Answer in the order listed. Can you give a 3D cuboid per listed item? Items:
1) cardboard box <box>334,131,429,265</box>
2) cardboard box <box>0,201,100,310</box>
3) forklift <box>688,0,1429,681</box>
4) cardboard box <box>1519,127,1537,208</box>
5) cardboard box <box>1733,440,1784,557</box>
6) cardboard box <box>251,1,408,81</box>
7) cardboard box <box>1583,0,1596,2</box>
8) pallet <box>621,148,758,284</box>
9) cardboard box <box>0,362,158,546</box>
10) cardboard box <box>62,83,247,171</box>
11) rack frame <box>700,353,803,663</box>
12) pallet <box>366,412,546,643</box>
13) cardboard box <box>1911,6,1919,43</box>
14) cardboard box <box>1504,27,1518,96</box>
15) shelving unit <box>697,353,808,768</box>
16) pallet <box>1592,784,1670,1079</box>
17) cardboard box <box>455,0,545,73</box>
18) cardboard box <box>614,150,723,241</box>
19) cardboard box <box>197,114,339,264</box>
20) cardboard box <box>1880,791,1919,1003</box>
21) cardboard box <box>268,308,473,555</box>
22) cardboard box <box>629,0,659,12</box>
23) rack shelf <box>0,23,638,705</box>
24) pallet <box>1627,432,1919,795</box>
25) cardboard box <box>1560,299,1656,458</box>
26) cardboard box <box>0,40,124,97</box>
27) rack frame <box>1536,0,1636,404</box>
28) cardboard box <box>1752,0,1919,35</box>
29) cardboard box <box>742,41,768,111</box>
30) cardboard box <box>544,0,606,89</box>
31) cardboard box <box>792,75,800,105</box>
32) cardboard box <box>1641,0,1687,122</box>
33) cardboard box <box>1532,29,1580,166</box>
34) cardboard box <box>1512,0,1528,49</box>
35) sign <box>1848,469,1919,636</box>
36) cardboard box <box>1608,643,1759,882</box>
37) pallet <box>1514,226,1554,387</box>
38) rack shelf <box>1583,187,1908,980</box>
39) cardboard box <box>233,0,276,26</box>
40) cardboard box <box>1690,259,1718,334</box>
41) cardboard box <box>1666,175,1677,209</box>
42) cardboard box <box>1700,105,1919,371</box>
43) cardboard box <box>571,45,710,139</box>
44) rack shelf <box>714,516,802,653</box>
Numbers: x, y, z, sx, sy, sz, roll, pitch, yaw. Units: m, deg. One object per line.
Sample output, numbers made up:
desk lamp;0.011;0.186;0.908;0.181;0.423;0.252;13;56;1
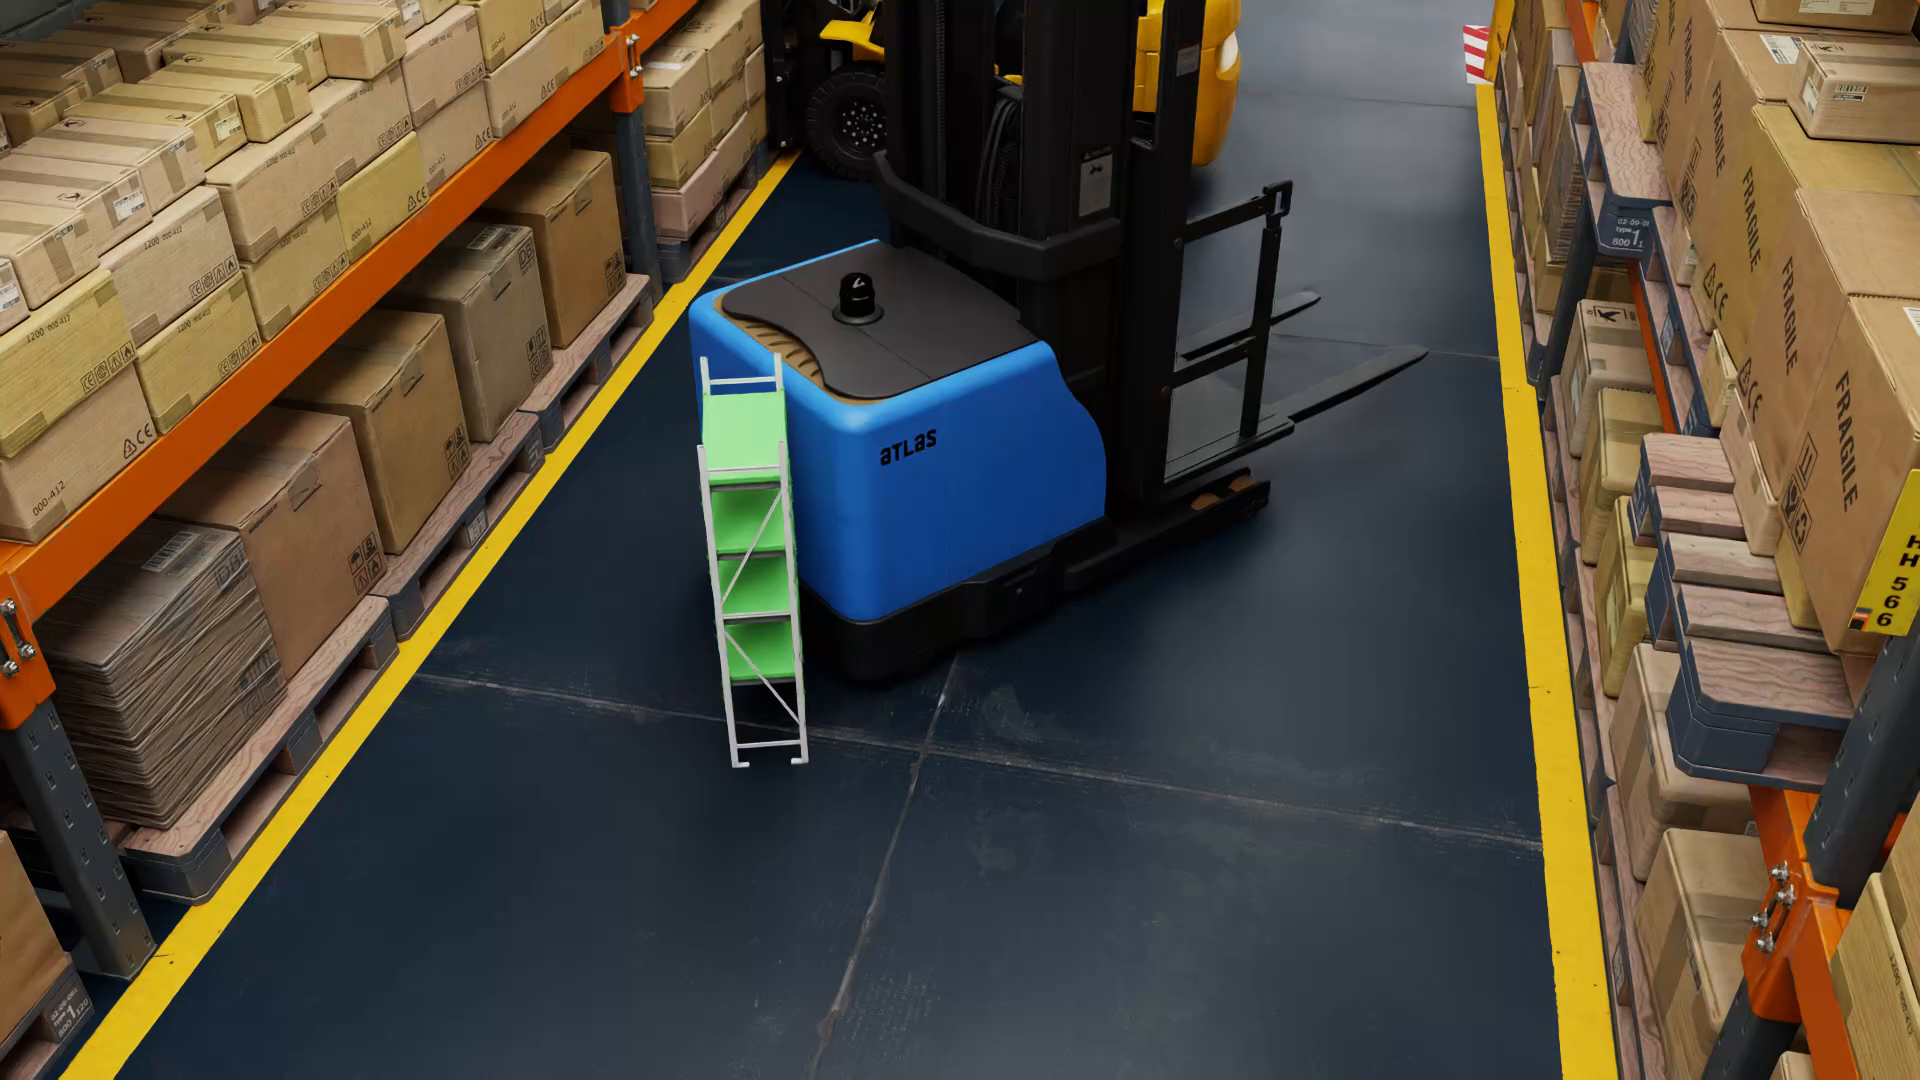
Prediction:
cardboard box;-2.090;-1.139;5.393;0.500;0.250;0.500;8;37;11
cardboard box;-2.339;-0.697;4.018;0.380;0.149;0.250;8;37;11
forklift;0.560;-1.420;5.712;3.031;2.935;1.130;-24;42;-29
cardboard box;3.034;-1.795;8.156;0.500;0.250;0.500;8;37;11
cardboard box;1.936;-0.074;3.652;0.380;0.149;0.250;7;37;10
cardboard box;-1.978;-1.570;5.222;0.380;0.149;0.250;6;36;9
cardboard box;2.938;-2.472;7.319;0.380;0.149;0.250;7;36;9
pallet;-1.686;-1.710;8.429;1.003;0.211;1.213;7;37;10
cardboard box;-2.417;-0.258;4.178;0.500;0.250;0.500;7;37;10
cardboard box;-2.242;-1.147;4.638;0.380;0.149;0.250;8;37;10
rack frame;-0.655;-0.062;5.313;0.240;1.200;0.015;-4;36;-5
pallet;-2.274;-0.130;6.250;1.003;0.211;1.213;7;37;10
cardboard box;2.858;-1.226;4.689;0.500;0.500;0.500;9;37;12
cardboard box;3.365;-2.690;9.391;0.500;0.250;0.500;7;37;10
shelving unit;-0.628;0.080;5.117;0.258;1.200;0.503;-4;36;-5
pallet;2.267;1.206;4.406;1.003;0.211;1.213;7;37;10
cardboard box;-1.855;-1.921;6.046;0.500;0.250;0.500;6;36;9
cardboard box;-1.470;-1.681;7.998;0.500;0.250;0.500;8;37;10
cardboard box;-2.180;-1.045;4.838;0.500;0.250;0.500;6;36;9
cardboard box;1.749;0.643;2.509;0.500;0.250;0.500;7;37;10
cardboard box;-2.329;-0.421;5.941;0.875;0.625;0.625;6;36;8
cardboard box;-1.547;-2.650;7.266;0.500;0.500;0.500;6;36;9
rack shelf;-2.324;-0.950;5.618;1.077;0.370;4.000;7;37;10
pallet;2.147;0.181;3.608;1.213;0.211;1.003;7;37;10
cardboard box;2.844;-0.573;6.366;0.950;0.372;0.625;8;37;11
cardboard box;-2.730;-1.358;4.930;0.380;0.149;0.250;7;36;9
rack frame;2.953;-1.768;6.134;1.000;3.000;0.127;7;37;10
cardboard box;2.376;-1.501;4.515;0.380;0.149;0.250;9;37;13
cardboard box;-1.267;-2.462;8.650;0.500;0.250;0.500;7;37;10
cardboard box;-1.749;-2.006;6.589;0.500;0.250;0.500;8;37;11
cardboard box;-1.154;-2.559;9.210;0.500;0.250;0.500;8;37;11
cardboard box;2.467;-1.579;5.176;0.500;0.500;0.500;7;37;10
cardboard box;3.032;-2.086;7.918;0.500;0.500;0.500;9;37;12
cardboard box;3.361;-2.980;9.152;0.500;0.500;0.500;6;36;8
sign;1.567;0.026;2.739;0.100;0.325;0.005;7;37;10
cardboard box;2.379;0.672;4.648;0.950;0.372;0.625;7;36;9
pallet;3.062;-1.029;7.489;1.003;0.211;1.213;7;37;10
rack shelf;2.526;-0.330;4.763;1.077;0.370;4.000;7;37;10
cardboard box;-2.505;-1.792;5.529;0.380;0.149;0.250;7;37;10
cardboard box;2.193;-0.659;4.459;0.380;0.149;0.250;6;36;8
cardboard box;2.383;-1.103;5.072;0.380;0.149;0.250;8;37;11
cardboard box;2.131;-0.689;3.948;0.500;0.500;0.500;5;36;7
cardboard box;-1.487;-2.088;7.708;0.500;0.250;0.500;7;36;9
rack shelf;-0.628;0.132;5.155;0.258;0.148;0.480;-4;36;-5
